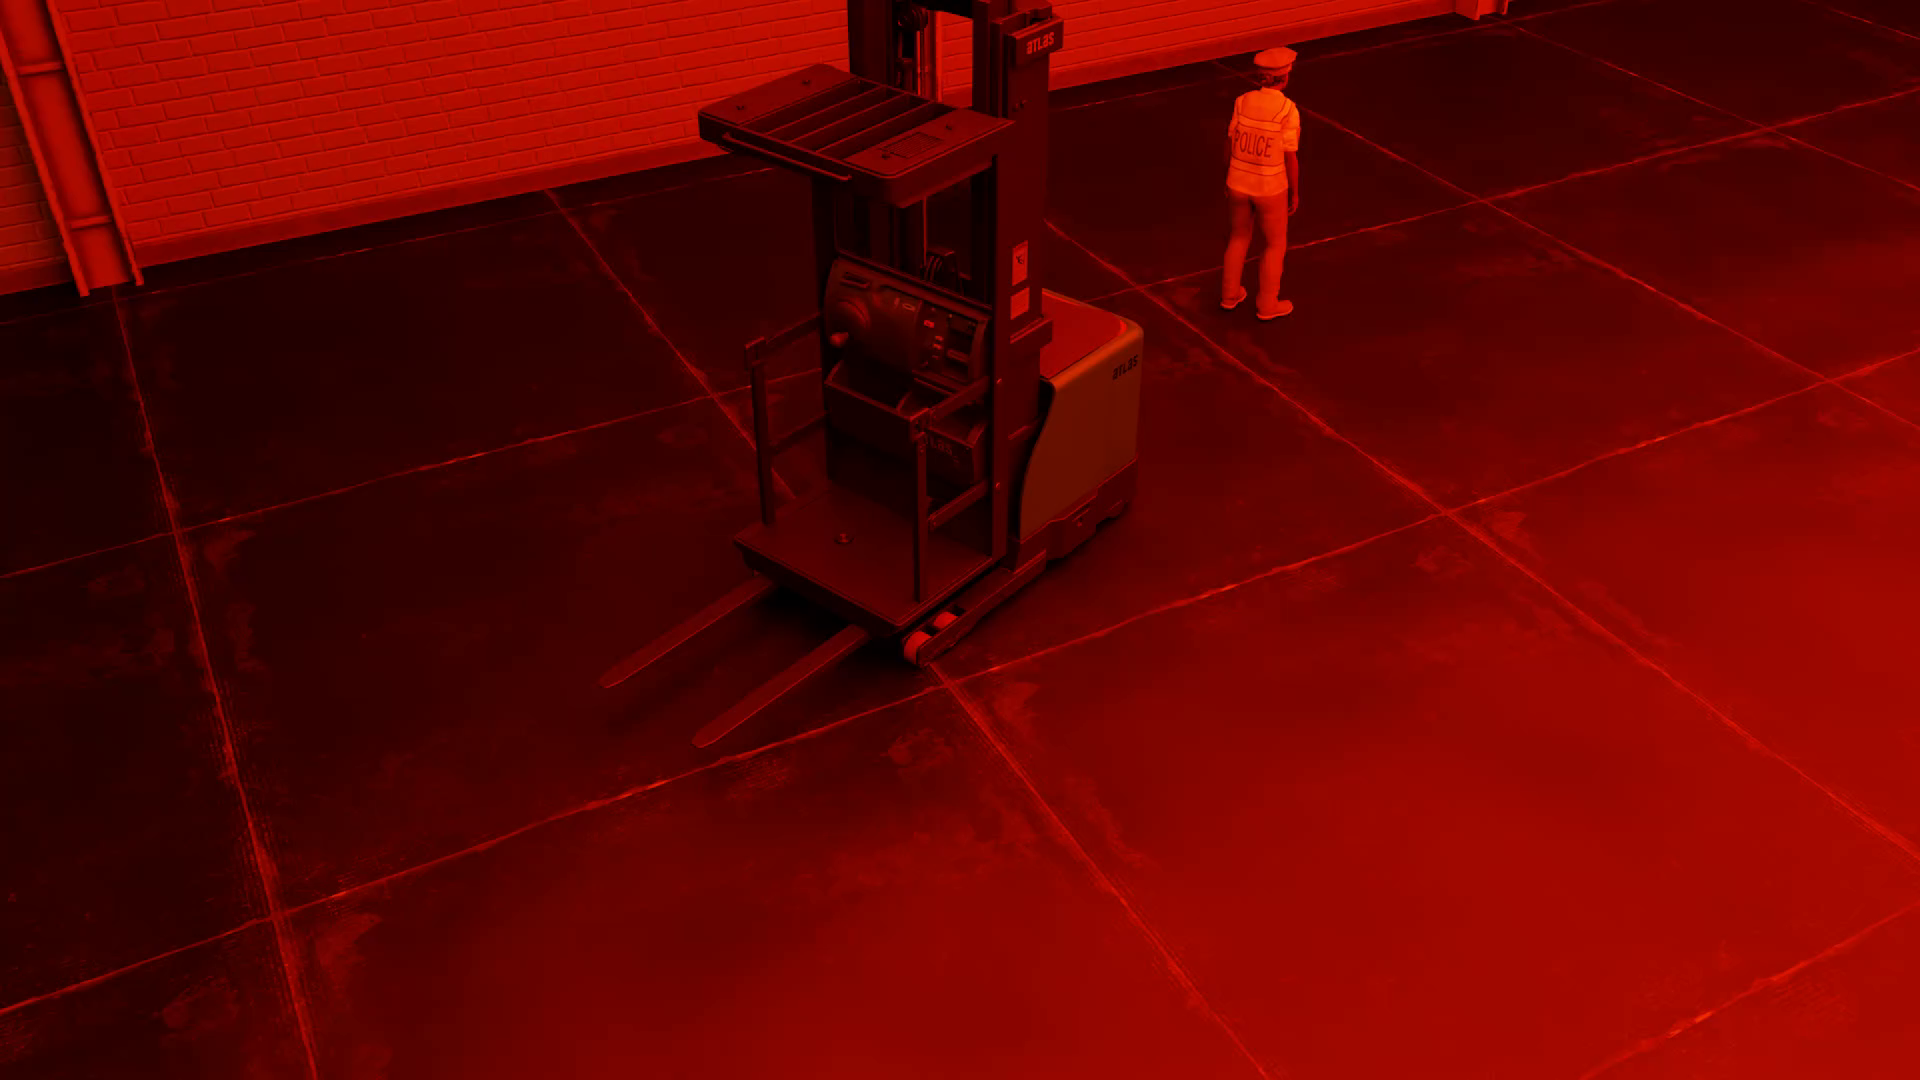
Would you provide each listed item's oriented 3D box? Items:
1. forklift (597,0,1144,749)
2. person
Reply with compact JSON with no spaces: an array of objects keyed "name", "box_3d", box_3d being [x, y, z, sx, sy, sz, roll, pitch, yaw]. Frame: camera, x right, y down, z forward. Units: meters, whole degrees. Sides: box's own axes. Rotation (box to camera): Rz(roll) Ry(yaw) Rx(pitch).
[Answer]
[{"name":"forklift","box_3d":[-0.390,-0.927,7.434,1.130,2.935,3.031,26,43,31]},{"name":"person","box_3d":[1.872,-2.185,10.319,0.517,1.657,0.400,23,41,29]}]
